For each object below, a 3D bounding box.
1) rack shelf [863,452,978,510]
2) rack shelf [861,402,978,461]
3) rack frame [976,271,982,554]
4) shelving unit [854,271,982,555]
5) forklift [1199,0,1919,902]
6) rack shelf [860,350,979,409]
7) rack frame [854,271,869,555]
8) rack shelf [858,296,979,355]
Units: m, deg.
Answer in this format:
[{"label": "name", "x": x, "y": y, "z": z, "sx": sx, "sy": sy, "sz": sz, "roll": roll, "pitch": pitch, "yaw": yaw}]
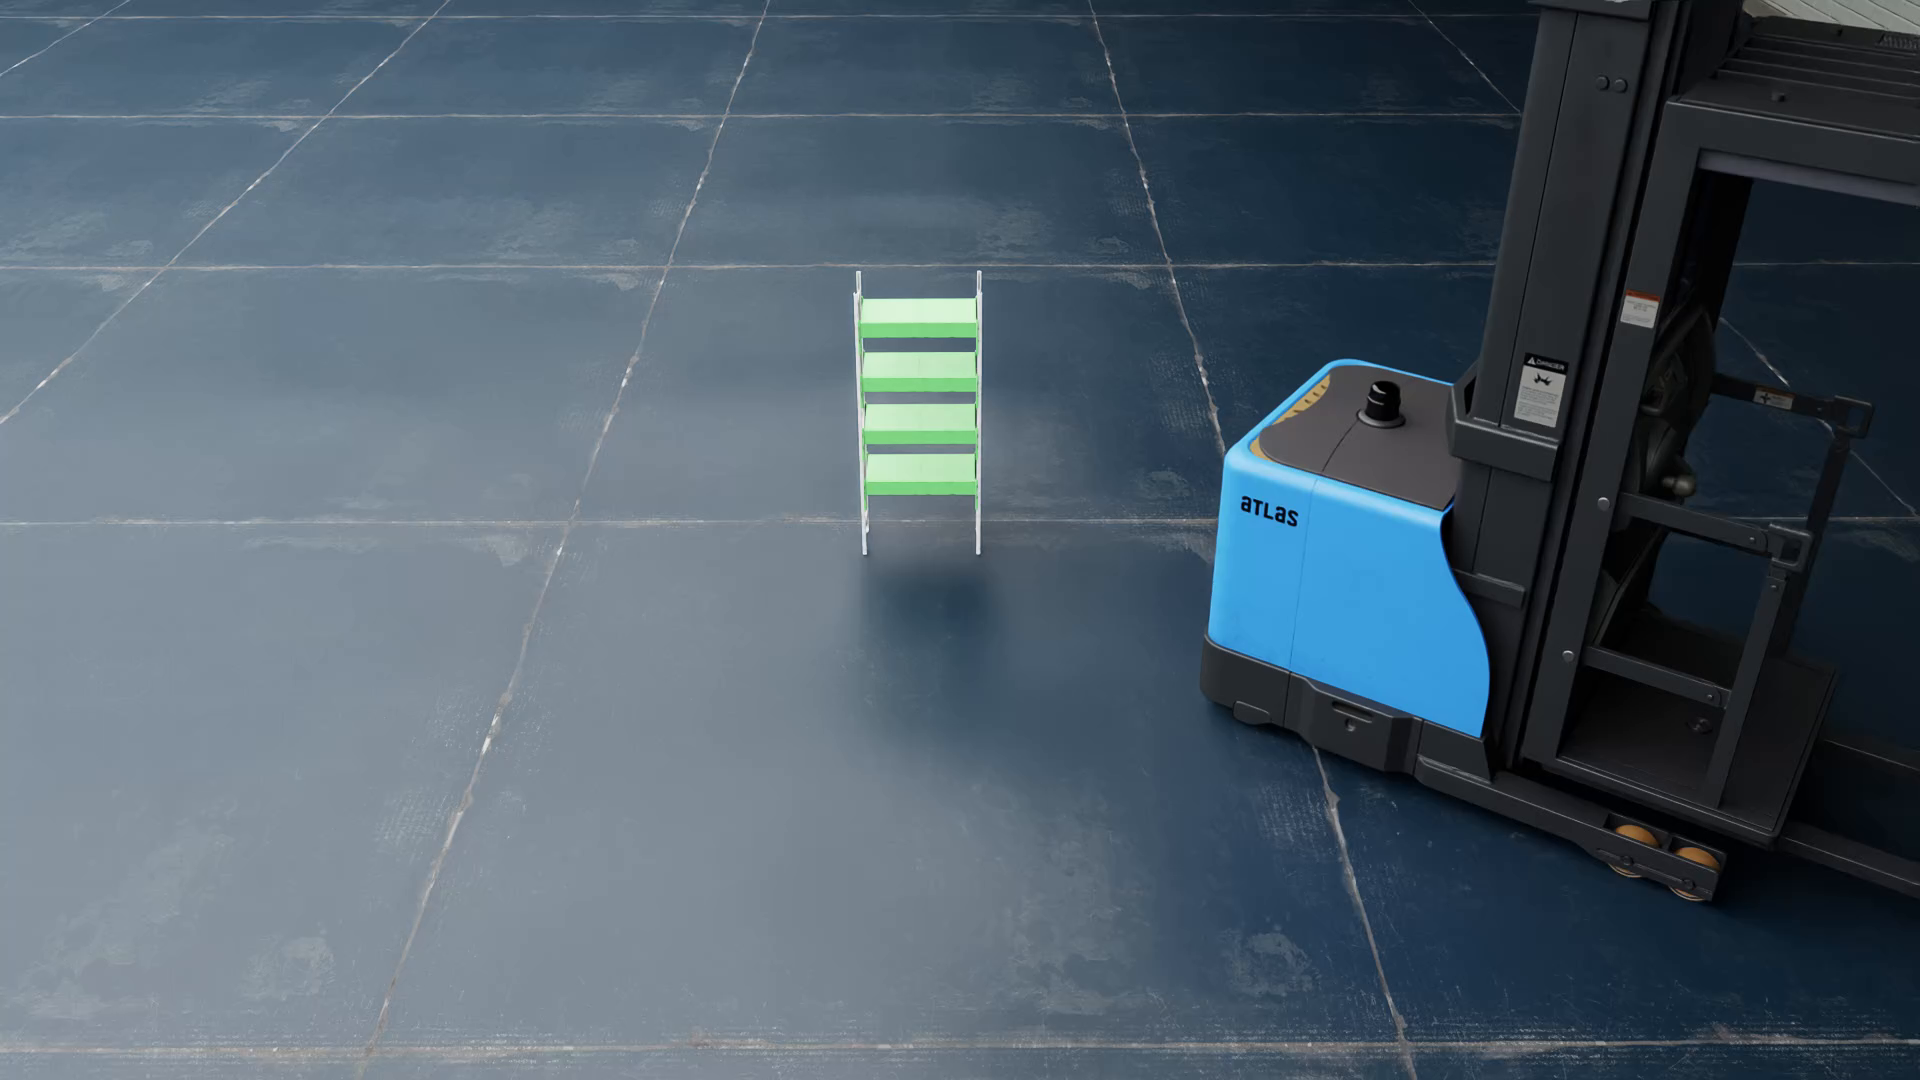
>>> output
[{"label": "rack shelf", "x": -0.166, "y": -0.253, "z": 7.096, "sx": 0.480, "sy": 0.148, "sz": 0.258, "roll": 0, "pitch": 31, "yaw": 0}, {"label": "rack shelf", "x": -0.166, "y": -0.458, "z": 6.971, "sx": 0.480, "sy": 0.148, "sz": 0.258, "roll": 0, "pitch": 31, "yaw": 0}, {"label": "rack frame", "x": 0.078, "y": -0.513, "z": 6.939, "sx": 0.015, "sy": 1.200, "sz": 0.240, "roll": 0, "pitch": 31, "yaw": 0}, {"label": "shelving unit", "x": -0.166, "y": -0.512, "z": 6.938, "sx": 0.503, "sy": 1.200, "sz": 0.258, "roll": 0, "pitch": 31, "yaw": 0}, {"label": "forklift", "x": 2.400, "y": -0.411, "z": 5.102, "sx": 3.031, "sy": 2.935, "sz": 1.130, "roll": 19, "pitch": 36, "yaw": 29}, {"label": "rack shelf", "x": -0.166, "y": -0.663, "z": 6.847, "sx": 0.480, "sy": 0.148, "sz": 0.258, "roll": 0, "pitch": 31, "yaw": 0}, {"label": "rack frame", "x": -0.410, "y": -0.512, "z": 6.937, "sx": 0.015, "sy": 1.200, "sz": 0.240, "roll": 0, "pitch": 31, "yaw": 0}, {"label": "rack shelf", "x": -0.166, "y": -0.868, "z": 6.722, "sx": 0.480, "sy": 0.148, "sz": 0.258, "roll": 0, "pitch": 31, "yaw": 0}]
